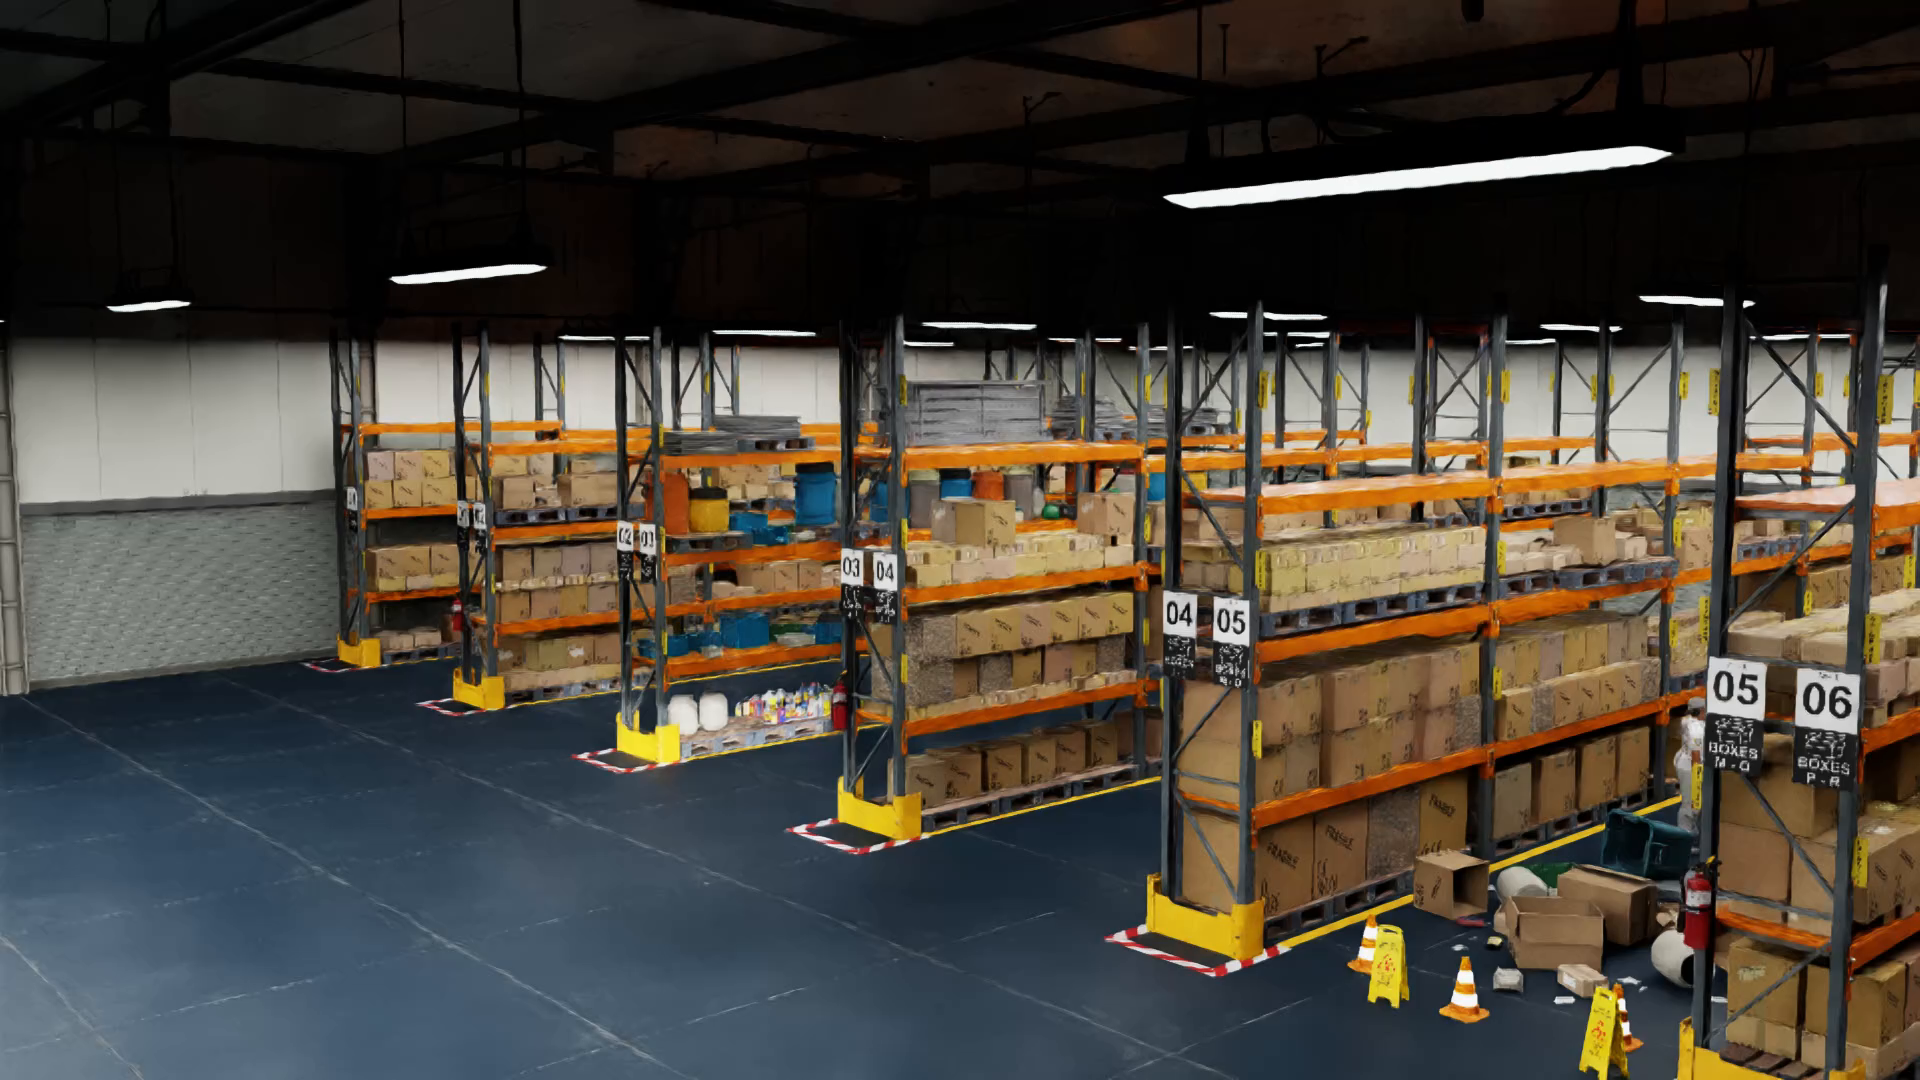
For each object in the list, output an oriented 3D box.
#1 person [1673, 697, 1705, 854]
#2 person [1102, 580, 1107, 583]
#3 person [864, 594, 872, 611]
[{"bbox_3d":[8.019,2.539,18.132,0.448,1.671,0.534,2,6,16],"label":"person"},{"bbox_3d":[2.945,1.137,32.108,1.115,1.700,0.543,-5,7,-40],"label":"person"},{"bbox_3d":[-2.017,0.833,35.254,0.457,1.670,0.531,3,6,26],"label":"person"}]
